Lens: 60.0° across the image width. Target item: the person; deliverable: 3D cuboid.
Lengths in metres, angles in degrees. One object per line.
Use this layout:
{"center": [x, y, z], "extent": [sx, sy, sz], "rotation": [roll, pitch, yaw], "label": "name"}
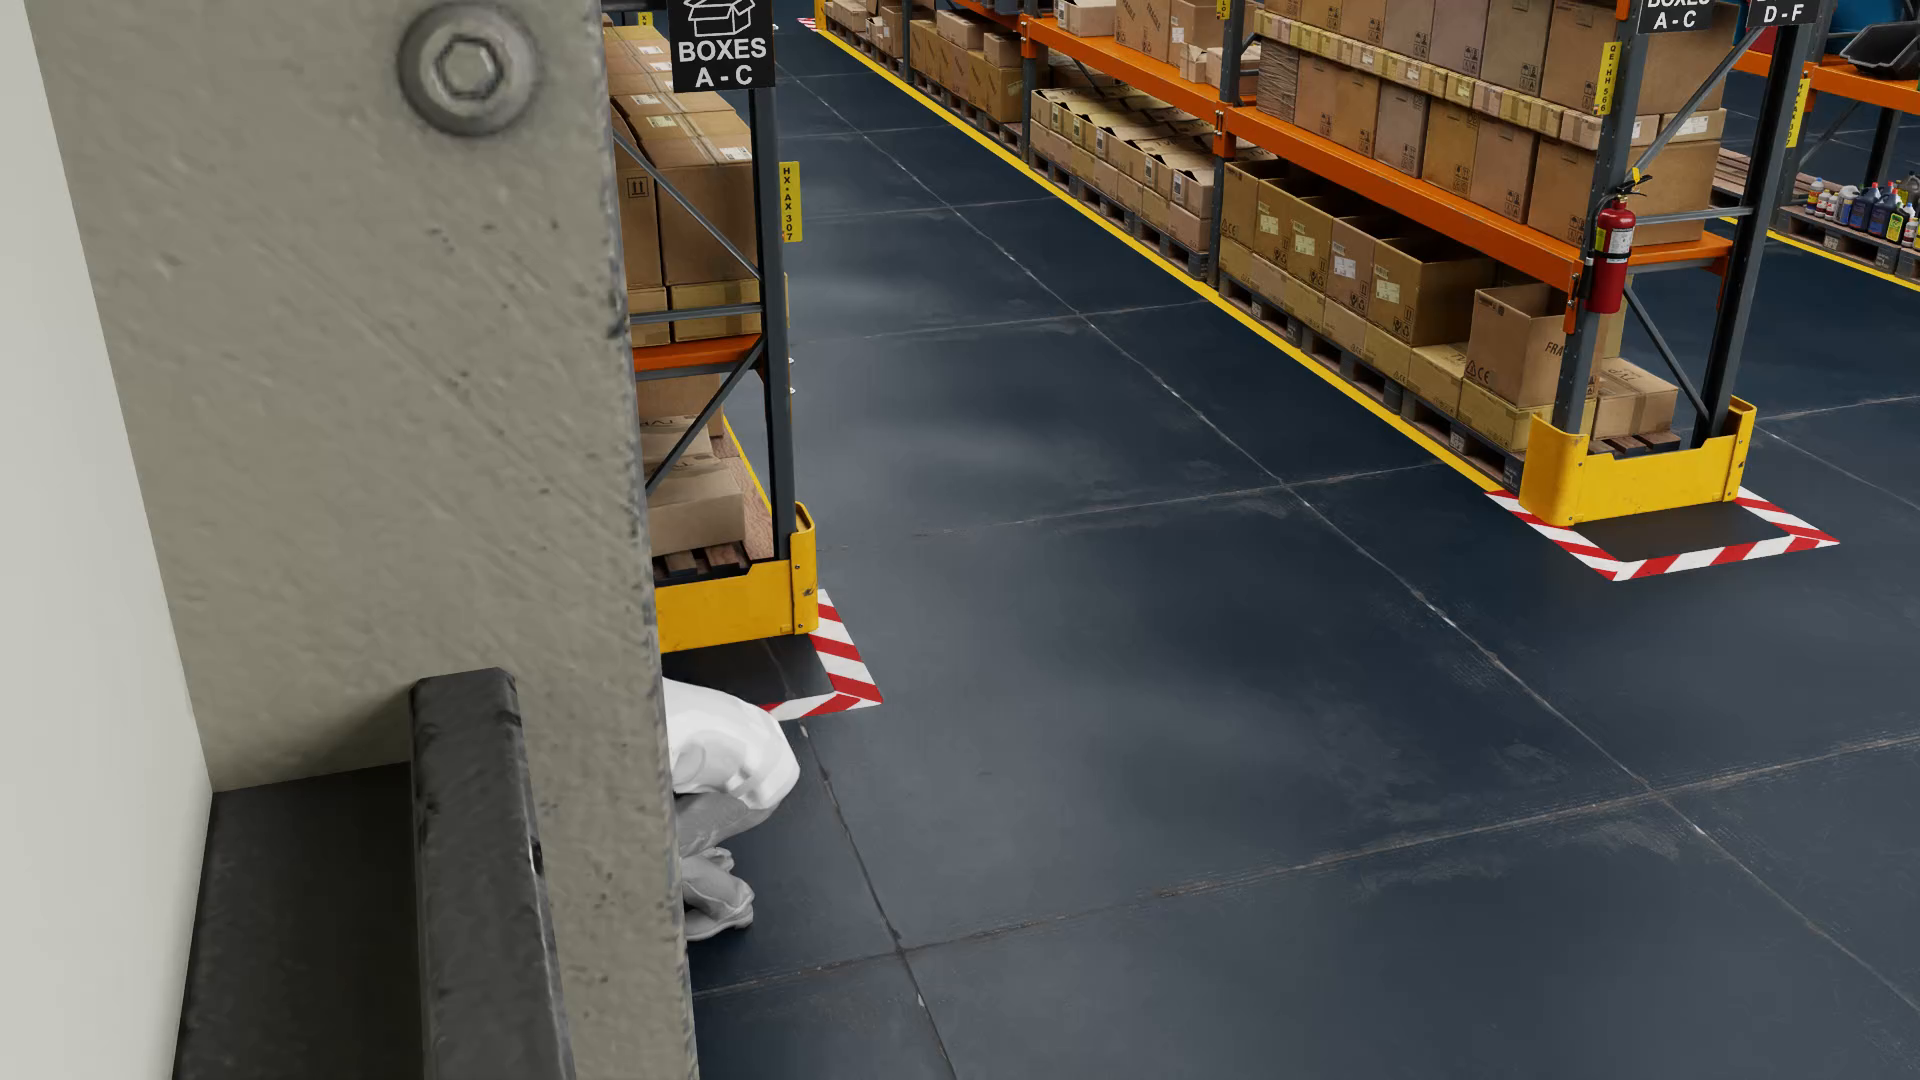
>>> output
{"center": [-0.986, 0.880, 5.493], "extent": [0.896, 0.927, 0.570], "rotation": [-8, 27, -16], "label": "person"}
